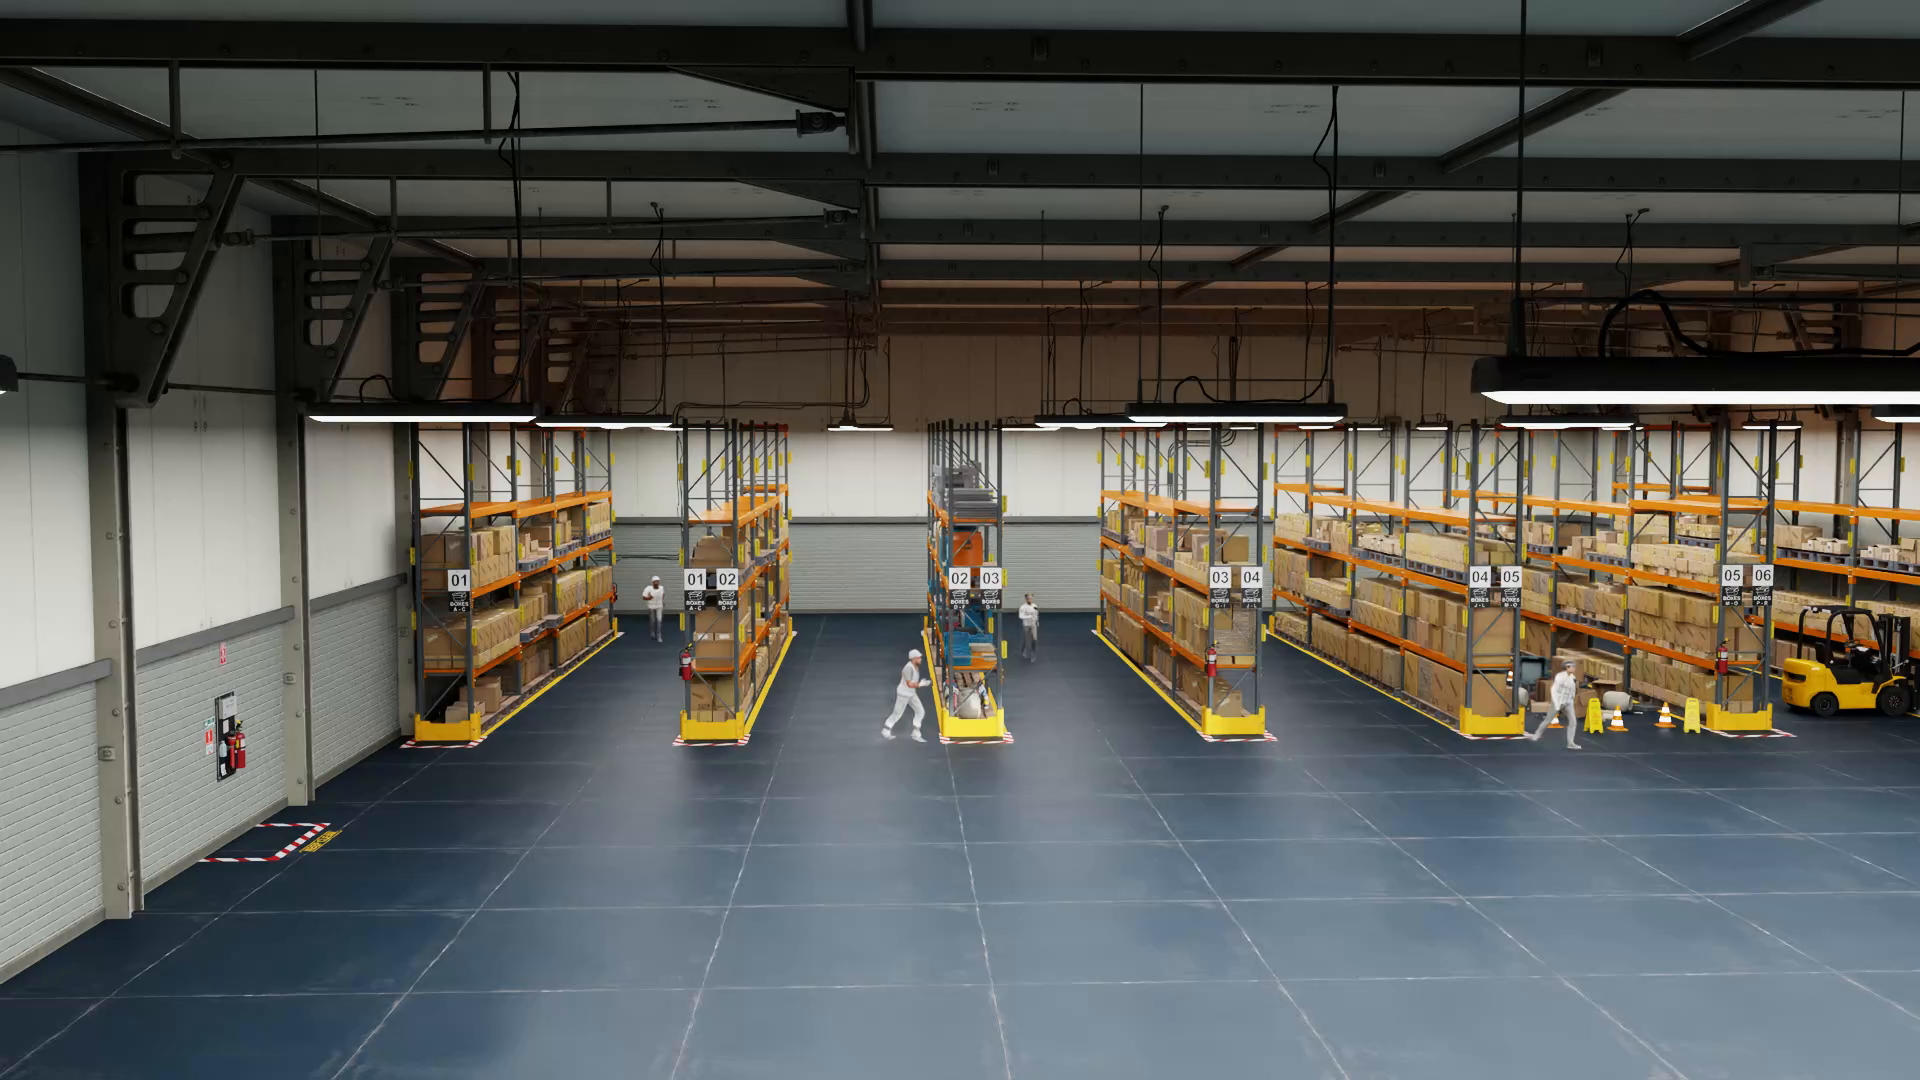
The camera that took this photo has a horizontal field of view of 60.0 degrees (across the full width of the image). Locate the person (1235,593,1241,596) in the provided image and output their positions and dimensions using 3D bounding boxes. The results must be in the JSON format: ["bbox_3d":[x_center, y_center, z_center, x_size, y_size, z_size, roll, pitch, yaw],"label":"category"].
[{"bbox_3d":[7.733,1.824,47.357,0.687,1.752,0.901,1,4,19],"label":"person"}]

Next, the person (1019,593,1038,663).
[{"bbox_3d":[1.740,2.198,41.868,0.584,1.747,0.830,-1,4,-15],"label":"person"}]

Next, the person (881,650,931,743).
[{"bbox_3d":[-0.979,2.886,30.716,0.983,1.753,0.684,1,4,22],"label":"person"}]

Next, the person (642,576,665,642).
[{"bbox_3d":[-8.451,1.900,45.943,0.666,1.814,0.853,-1,4,-22],"label":"person"}]

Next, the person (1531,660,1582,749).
[{"bbox_3d":[10.915,2.958,30.309,0.595,1.612,0.962,-2,4,-24],"label":"person"}]
